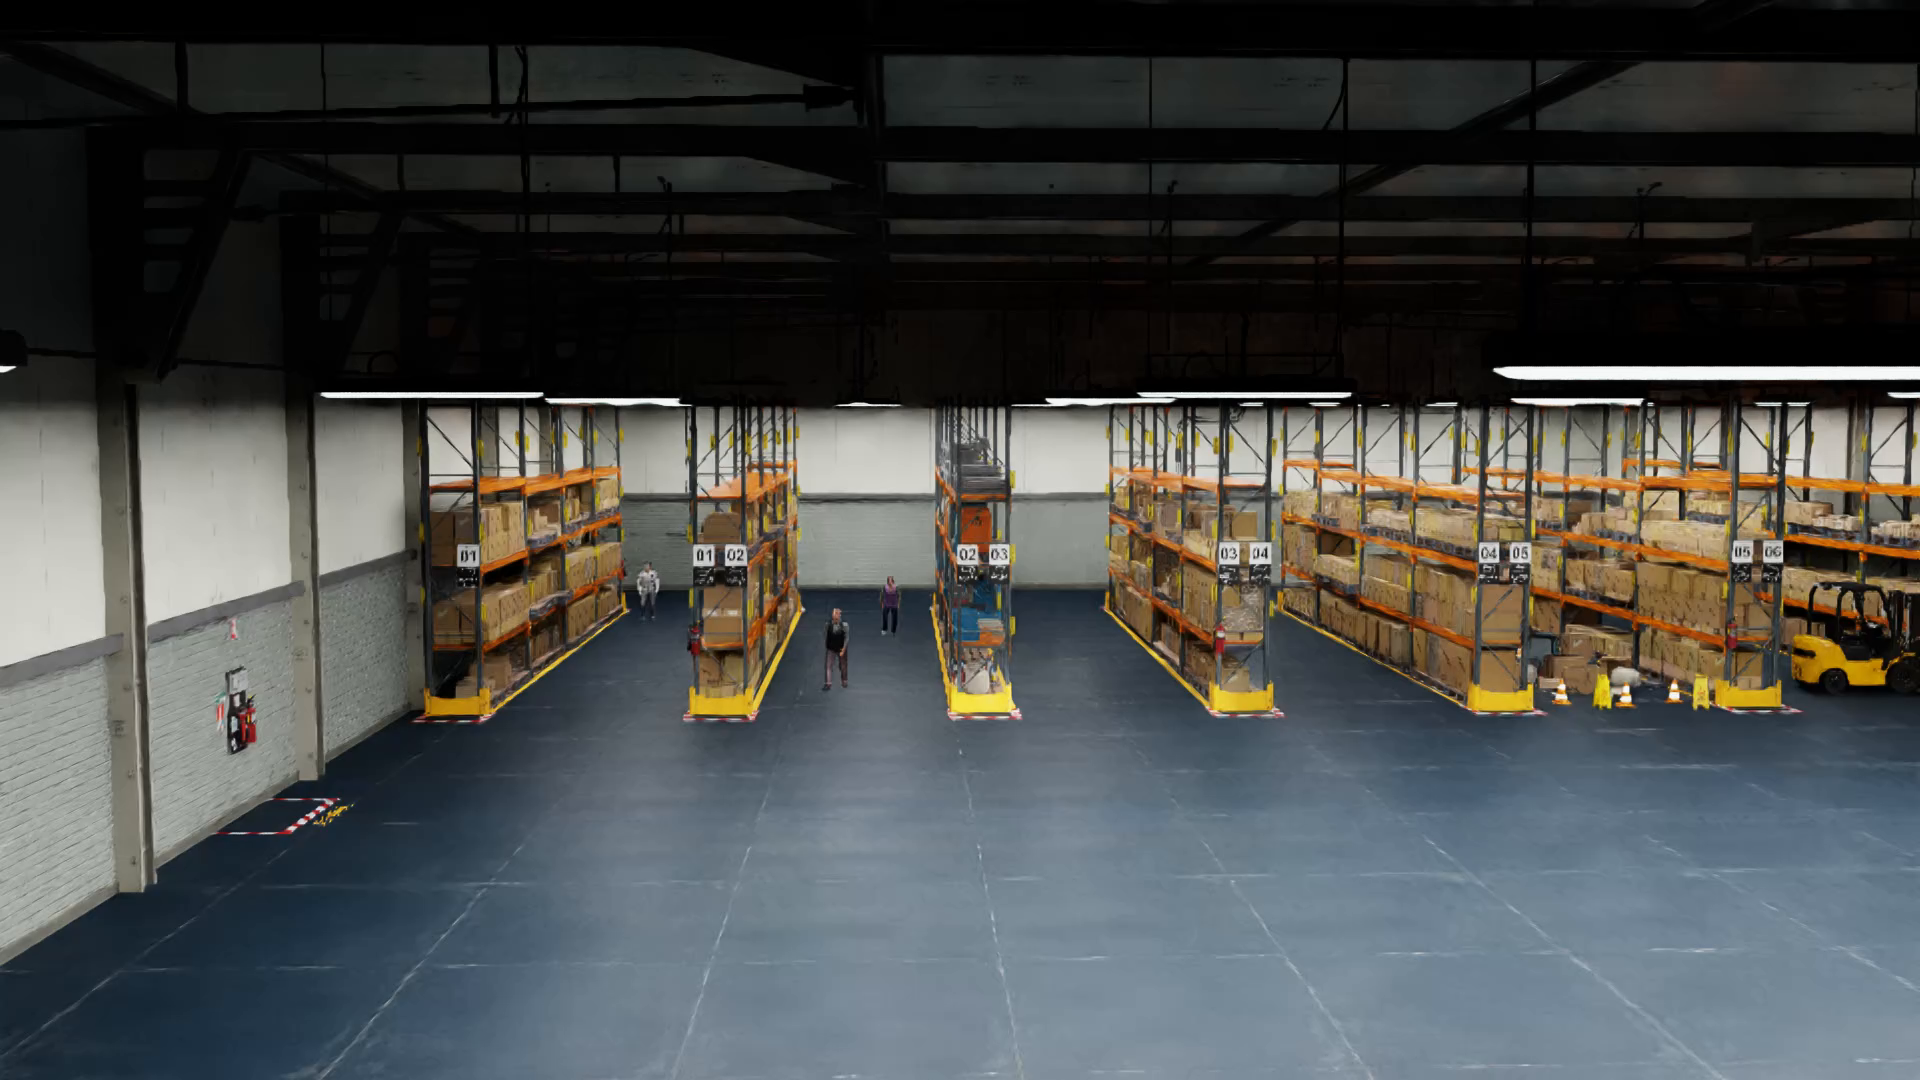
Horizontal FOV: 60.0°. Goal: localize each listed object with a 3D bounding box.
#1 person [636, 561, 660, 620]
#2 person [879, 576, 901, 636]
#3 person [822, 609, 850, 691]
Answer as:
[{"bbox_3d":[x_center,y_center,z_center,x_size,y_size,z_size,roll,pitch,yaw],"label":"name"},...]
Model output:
[{"bbox_3d":[-8.461,1.366,45.120,0.639,1.632,0.506,0,5,-5],"label":"person"},{"bbox_3d":[-1.764,1.665,41.976,0.566,1.526,0.519,0,5,-4],"label":"person"},{"bbox_3d":[-2.518,2.221,33.861,0.505,1.662,1.031,1,5,7],"label":"person"}]
